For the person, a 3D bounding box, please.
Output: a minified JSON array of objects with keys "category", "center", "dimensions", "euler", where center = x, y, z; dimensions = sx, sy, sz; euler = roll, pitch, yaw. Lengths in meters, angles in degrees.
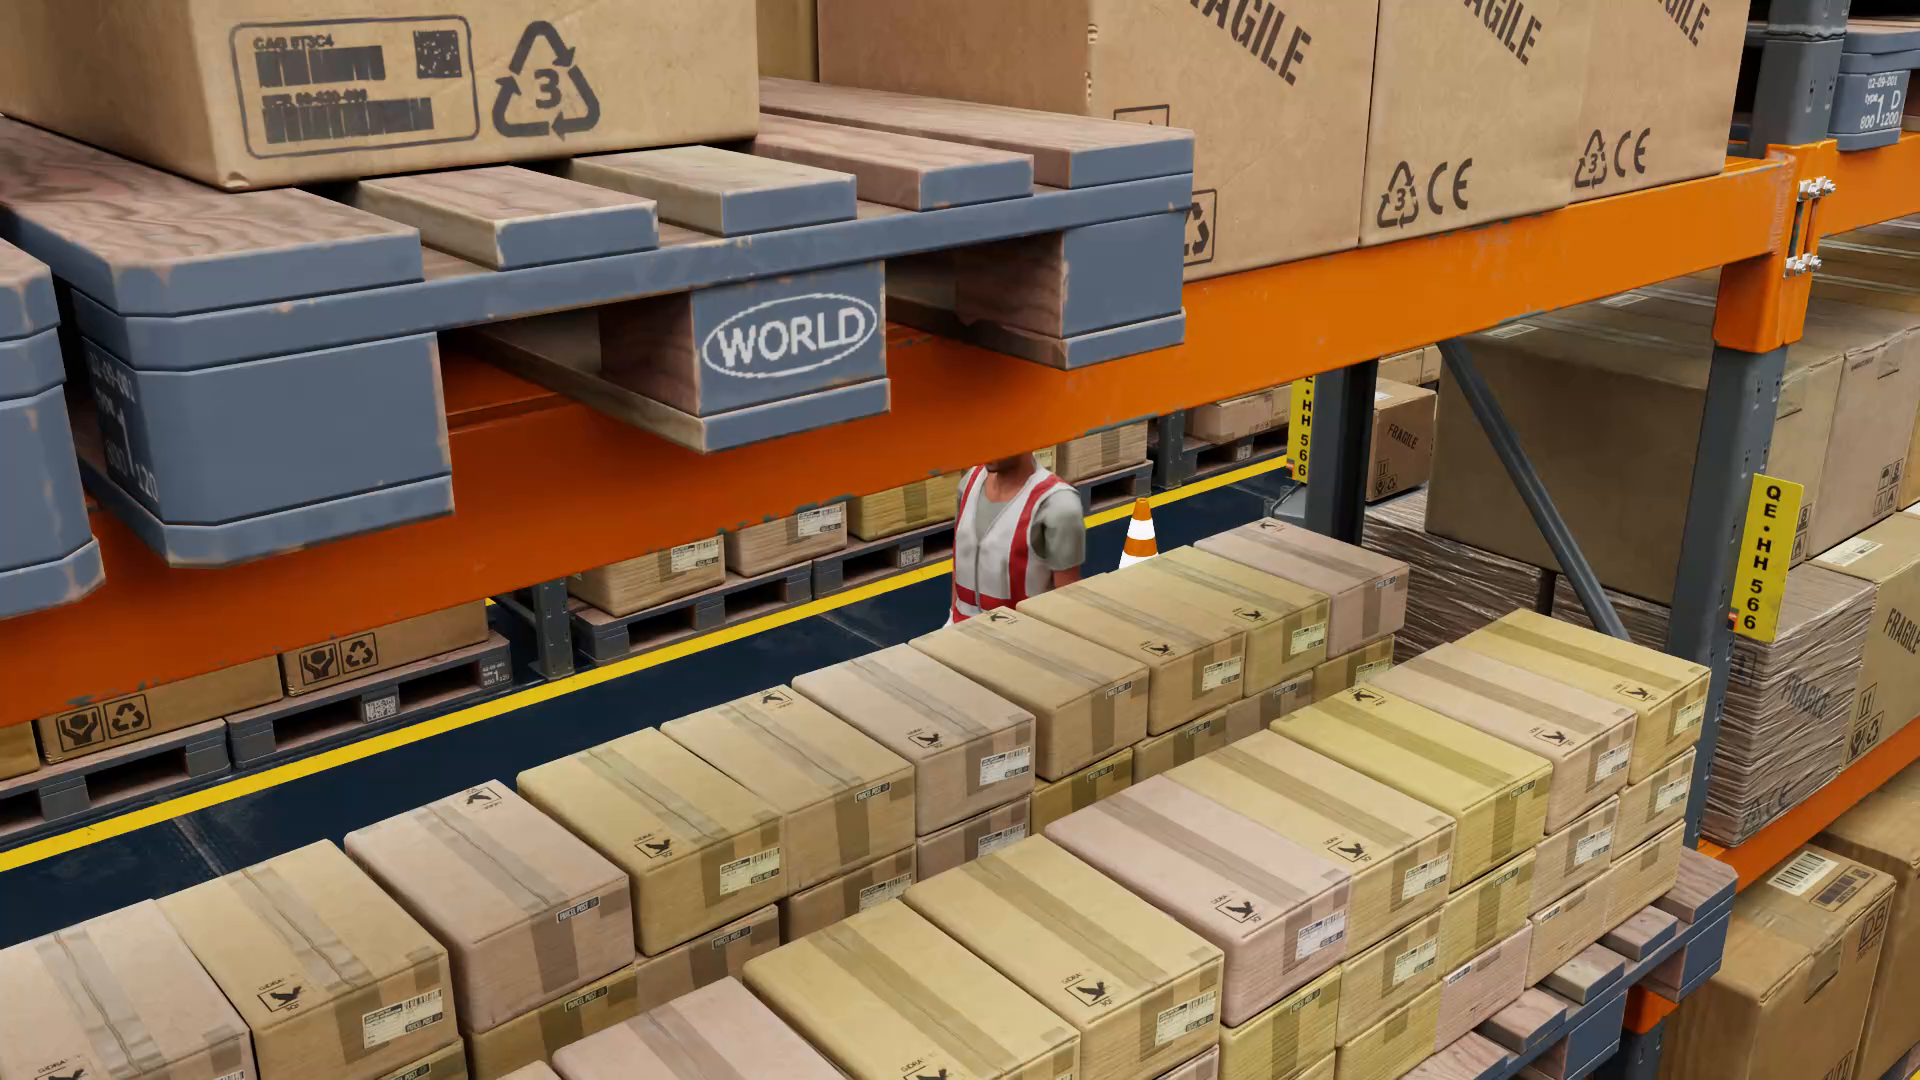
[{"category":"person","center":[0.147,0.470,5.637],"dimensions":[0.578,1.552,0.370],"euler":[19,28,40]}]
